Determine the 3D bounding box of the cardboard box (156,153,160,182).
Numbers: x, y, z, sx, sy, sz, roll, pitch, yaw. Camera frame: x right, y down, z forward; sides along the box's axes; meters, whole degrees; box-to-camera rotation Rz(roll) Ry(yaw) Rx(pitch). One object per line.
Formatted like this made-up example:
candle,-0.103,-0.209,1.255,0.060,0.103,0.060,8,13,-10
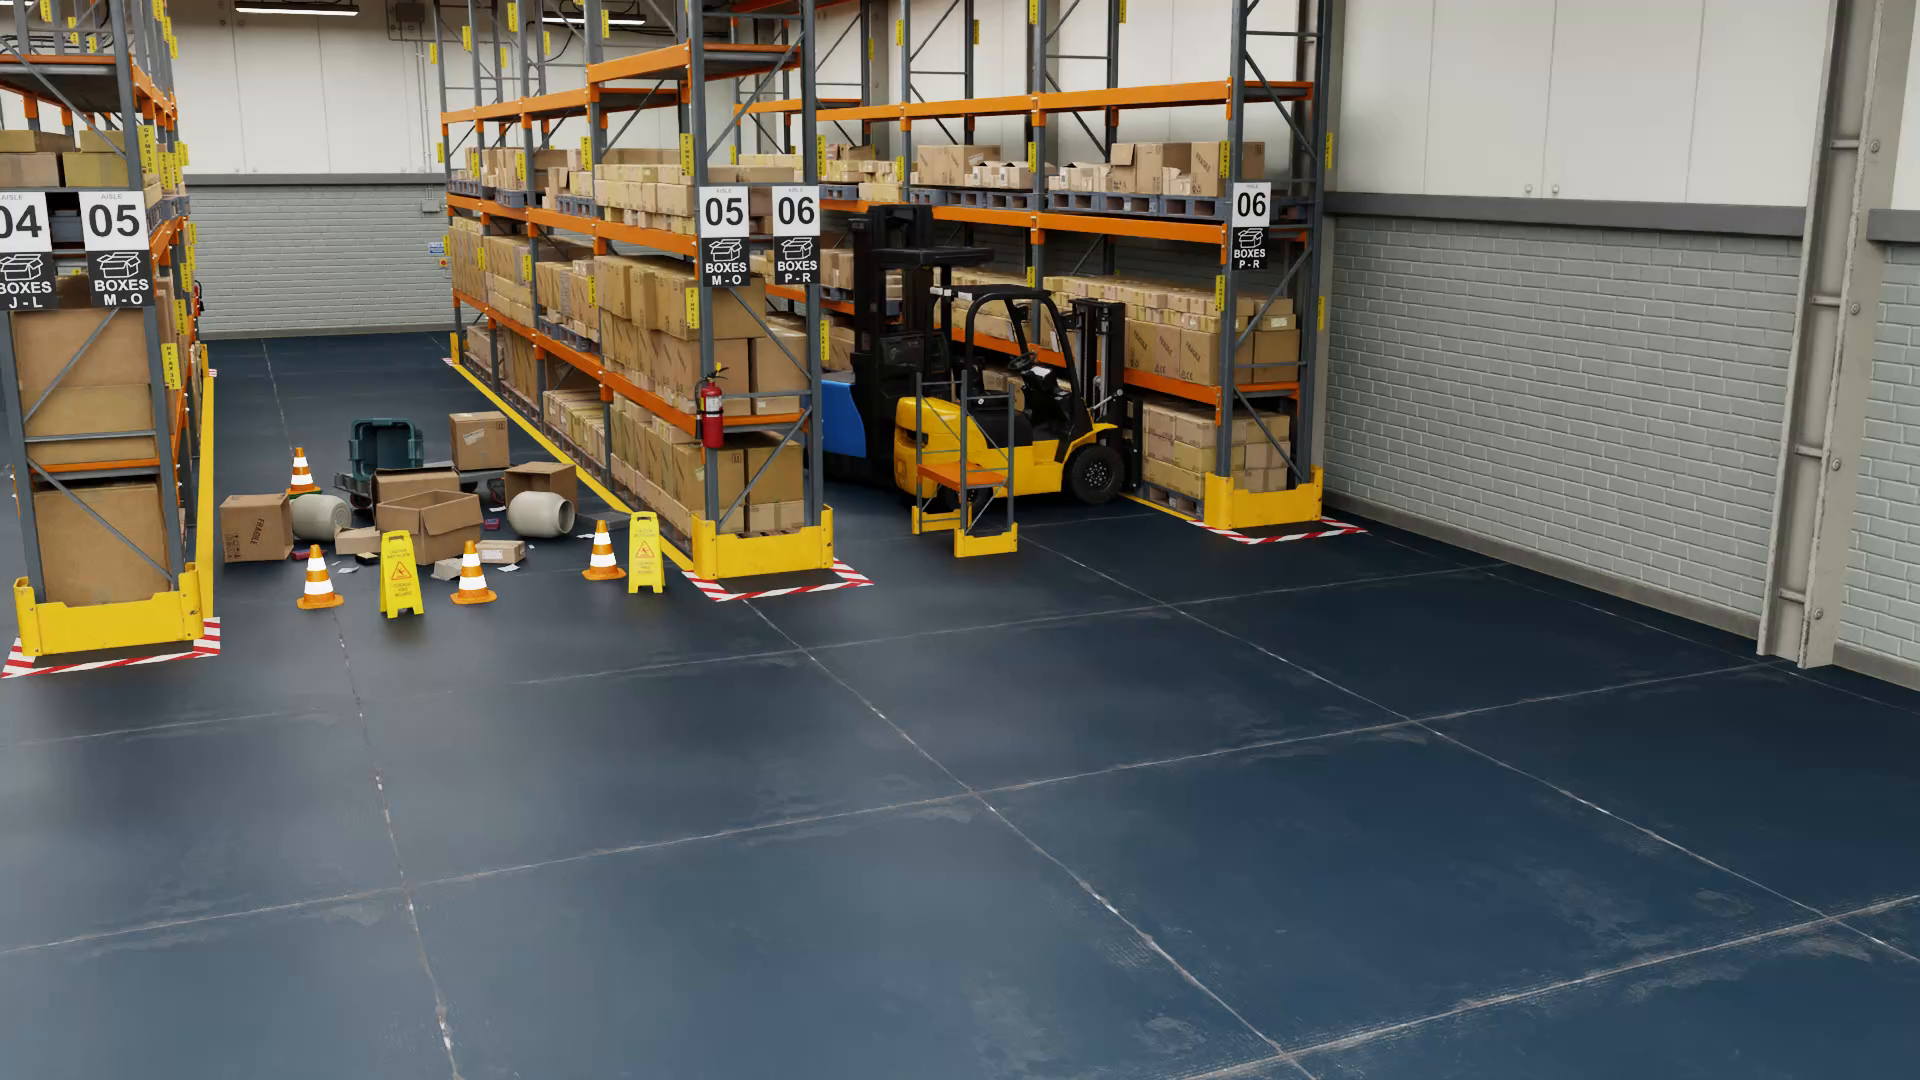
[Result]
cardboard box,-7.304,-3.263,14.566,0.500,0.250,0.500,-6,14,-24

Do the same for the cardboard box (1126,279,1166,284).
cardboard box,2.049,-2.788,18.326,0.380,0.149,0.250,-6,14,-24

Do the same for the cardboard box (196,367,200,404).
cardboard box,-10.413,-2.065,22.132,0.500,0.500,0.500,-6,14,-24

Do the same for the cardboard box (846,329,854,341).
cardboard box,-1.516,-3.117,25.241,0.380,0.149,0.250,-6,14,-23

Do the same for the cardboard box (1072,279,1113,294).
cardboard box,1.459,-2.792,18.340,0.380,0.149,0.250,-6,14,-24

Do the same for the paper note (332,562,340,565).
paper note,-5.387,0.201,14.360,0.032,0.001,0.123,1,13,6

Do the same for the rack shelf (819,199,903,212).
rack shelf,-1.098,-4.823,24.380,1.077,0.370,4.000,-6,14,-23

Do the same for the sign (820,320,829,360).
sign,-1.141,-1.668,13.884,0.100,0.325,0.005,-6,14,-23

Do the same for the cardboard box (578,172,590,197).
cardboard box,-3.806,-3.829,17.890,0.500,0.250,0.500,-5,14,-22

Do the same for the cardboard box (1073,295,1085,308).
cardboard box,1.458,-2.585,18.108,0.380,0.149,0.250,-5,14,-22

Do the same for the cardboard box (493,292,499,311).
cardboard box,-6.302,-3.382,23.541,0.500,0.250,0.500,-6,14,-24

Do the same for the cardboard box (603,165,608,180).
cardboard box,-3.283,-3.605,16.311,0.380,0.149,0.250,-5,14,-21

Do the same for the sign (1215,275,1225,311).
sign,2.405,-2.279,15.353,0.100,0.325,0.005,-6,14,-23

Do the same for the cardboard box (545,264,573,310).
cardboard box,-4.660,-3.027,19.864,0.500,0.500,0.500,-5,14,-20

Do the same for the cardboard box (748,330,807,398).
cardboard box,-1.574,-1.514,14.256,0.500,0.500,0.500,-6,14,-24

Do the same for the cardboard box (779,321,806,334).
cardboard box,-2.620,-3.409,27.939,0.700,0.500,0.500,-6,14,-25

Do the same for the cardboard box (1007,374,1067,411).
cardboard box,1.086,-1.627,19.963,0.875,0.625,0.625,-5,14,-20

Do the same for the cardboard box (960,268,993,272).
cardboard box,0.226,-3.571,22.366,0.380,0.149,0.250,-5,14,-21

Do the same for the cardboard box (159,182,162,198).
cardboard box,-7.196,-3.049,14.525,0.380,0.149,0.250,-5,14,-22

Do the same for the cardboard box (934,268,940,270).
cardboard box,-0.439,-3.571,22.368,0.380,0.149,0.250,-5,14,-21

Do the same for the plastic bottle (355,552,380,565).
plastic bottle,-5.163,0.155,14.443,0.133,0.061,0.283,-12,18,-42

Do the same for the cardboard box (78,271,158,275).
cardboard box,-8.350,-2.404,16.545,0.700,0.500,0.500,-6,14,-23

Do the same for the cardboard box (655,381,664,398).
cardboard box,-2.561,-1.391,15.163,0.380,0.149,0.250,-6,14,-24

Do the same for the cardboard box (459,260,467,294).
cardboard box,-7.703,-4.218,26.599,0.500,0.500,0.500,-6,14,-23

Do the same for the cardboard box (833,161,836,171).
cardboard box,-1.663,-5.558,24.704,0.380,0.149,0.250,-5,14,-22

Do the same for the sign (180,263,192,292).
sign,-8.831,-2.997,18.978,0.100,0.325,0.005,-6,14,-23

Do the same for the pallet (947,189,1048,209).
pallet,0.508,-4.305,20.966,1.003,0.211,1.213,-5,14,-20

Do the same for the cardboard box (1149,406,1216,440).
cardboard box,2.228,-1.170,16.603,0.500,0.250,0.500,-5,14,-22

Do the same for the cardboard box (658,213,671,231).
cardboard box,-2.426,-2.796,14.585,0.380,0.149,0.250,-6,14,-23

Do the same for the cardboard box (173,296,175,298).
cardboard box,-9.458,-2.783,19.588,0.380,0.149,0.250,-5,14,-20

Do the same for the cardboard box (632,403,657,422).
cardboard box,-2.939,-1.231,15.981,0.380,0.149,0.250,-5,14,-20

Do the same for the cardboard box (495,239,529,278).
cardboard box,-6.105,-3.889,22.961,0.500,0.500,0.500,-6,14,-24

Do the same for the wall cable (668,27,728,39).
wall cable,-4.589,-11.866,34.227,2.988,3.039,0.133,-6,14,-23

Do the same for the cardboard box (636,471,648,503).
cardboard box,-2.813,-0.524,16.026,0.500,0.250,0.500,-6,14,-24

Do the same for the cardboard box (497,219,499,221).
cardboard box,-7.159,-5.040,26.495,0.380,0.149,0.250,-5,14,-22

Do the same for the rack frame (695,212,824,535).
rack frame,-1.639,-1.197,13.770,1.000,3.000,0.127,-6,14,-23

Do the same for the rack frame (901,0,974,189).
rack frame,-0.297,-6.222,22.175,1.000,3.000,0.127,-6,14,-23

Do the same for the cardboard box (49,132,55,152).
cardboard box,-7.088,-3.011,12.593,0.380,0.149,0.250,-6,14,-24

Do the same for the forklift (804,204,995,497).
forklift,-0.328,-2.003,17.406,1.130,2.935,3.031,-13,18,-44

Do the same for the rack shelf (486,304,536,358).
rack shelf,-5.644,-2.913,22.777,1.077,0.370,4.000,-6,14,-23

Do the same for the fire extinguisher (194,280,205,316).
fire extinguisher,-12.221,-3.909,26.486,0.296,0.674,0.183,-6,14,-23

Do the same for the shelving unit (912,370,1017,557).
shelving unit,0.031,-0.715,15.013,0.587,1.500,1.083,-6,14,-23

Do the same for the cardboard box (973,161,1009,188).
cardboard box,0.485,-4.430,20.130,0.500,0.311,0.500,-6,14,-25

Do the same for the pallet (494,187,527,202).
pallet,-6.033,-4.859,23.366,0.805,0.209,1.217,-6,14,-25

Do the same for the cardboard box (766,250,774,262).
cardboard box,-2.965,-4.961,28.043,0.500,0.500,0.500,-5,14,-22

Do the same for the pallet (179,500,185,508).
pallet,-8.114,-0.350,16.292,1.003,0.211,1.213,-6,14,-23

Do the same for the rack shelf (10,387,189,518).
rack shelf,-6.935,-0.792,13.614,1.077,0.370,4.000,-6,14,-23

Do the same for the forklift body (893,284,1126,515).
forklift body,0.477,-1.460,16.787,2.313,2.155,1.214,-6,14,-23

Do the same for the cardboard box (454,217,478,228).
cardboard box,-7.990,-5.144,26.947,0.380,0.149,0.250,-5,14,-21

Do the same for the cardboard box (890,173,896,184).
cardboard box,-0.745,-4.988,22.947,0.380,0.149,0.250,-6,14,-24

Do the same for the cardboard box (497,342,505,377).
cardboard box,-6.599,-2.772,25.326,0.875,0.438,0.875,-6,14,-24

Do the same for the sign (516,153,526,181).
sign,-5.355,-4.553,20.296,0.100,0.325,0.005,-6,14,-23
